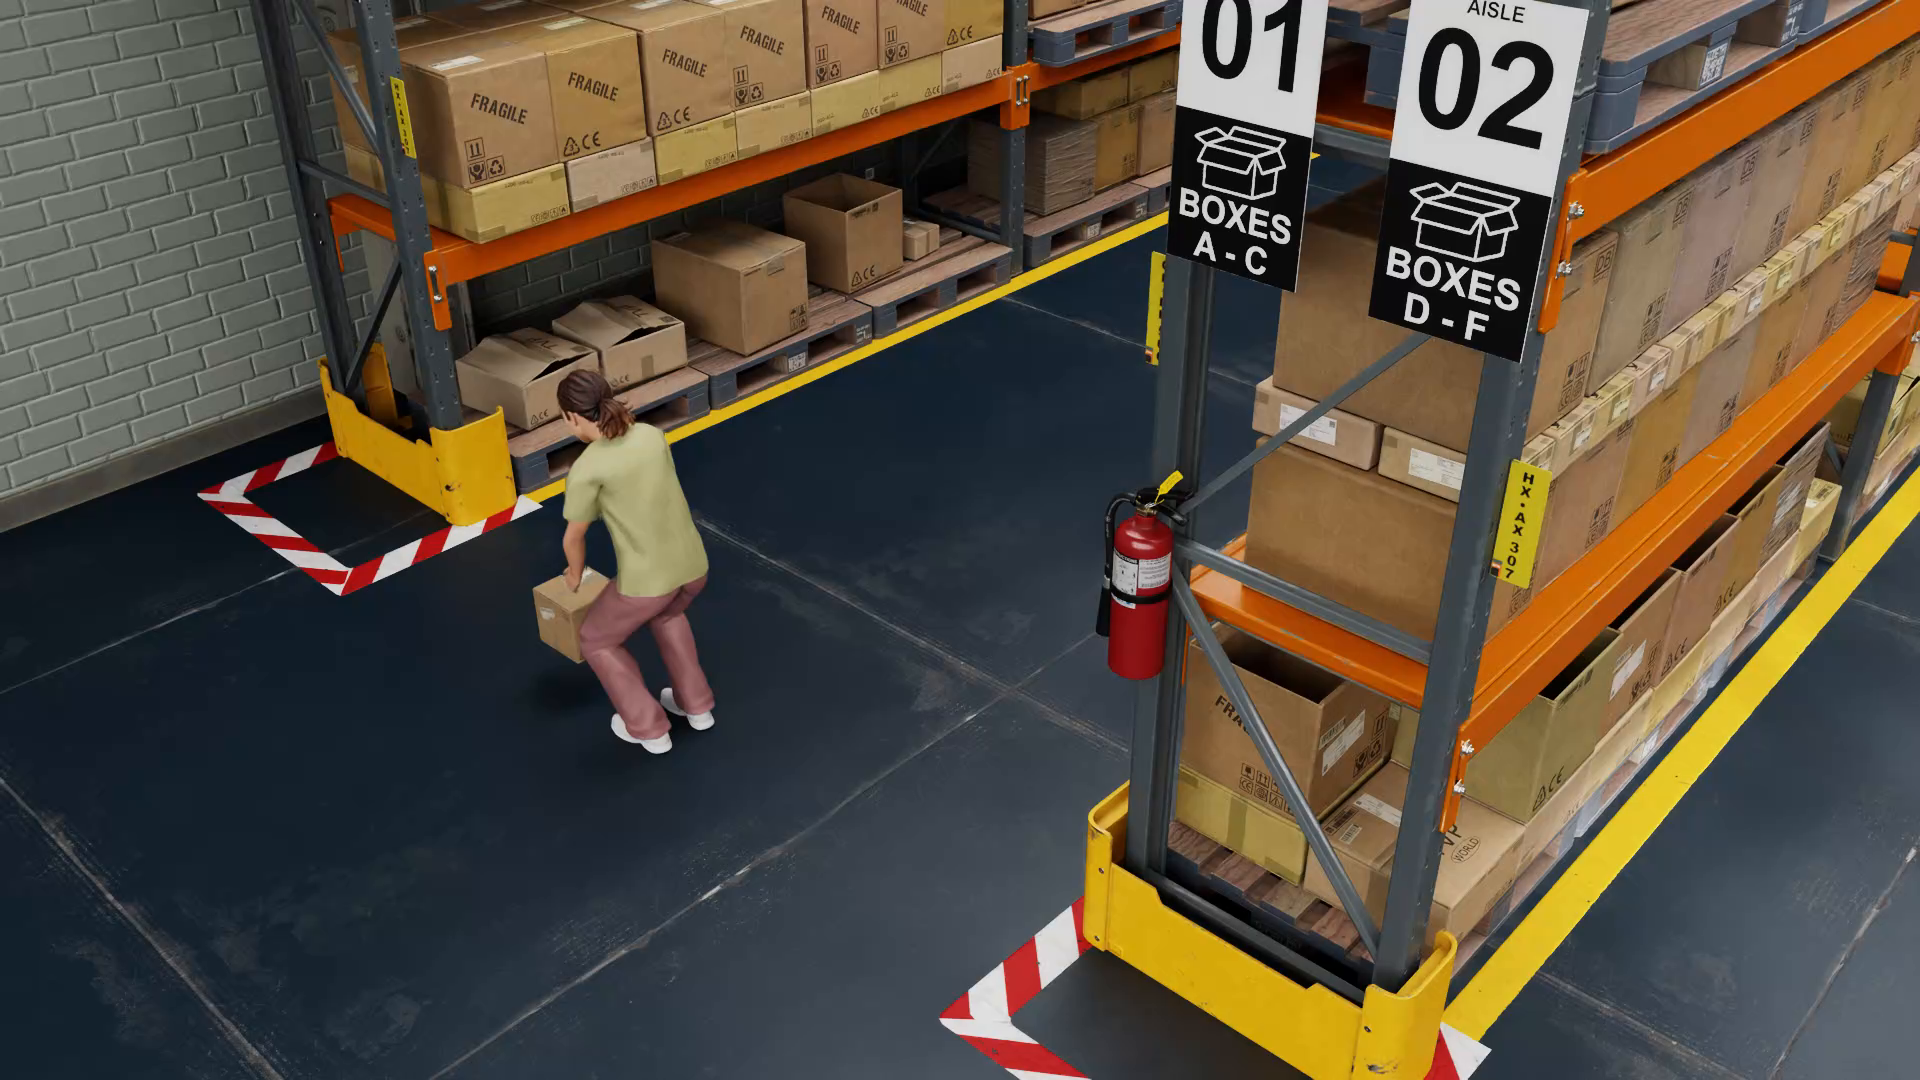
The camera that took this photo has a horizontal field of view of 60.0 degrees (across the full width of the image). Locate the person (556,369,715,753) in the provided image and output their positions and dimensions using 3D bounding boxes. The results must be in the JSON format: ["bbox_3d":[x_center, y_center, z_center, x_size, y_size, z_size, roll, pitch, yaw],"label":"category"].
[{"bbox_3d":[-1.213,0.101,6.153,0.554,1.493,0.502,26,40,36],"label":"person"}]
